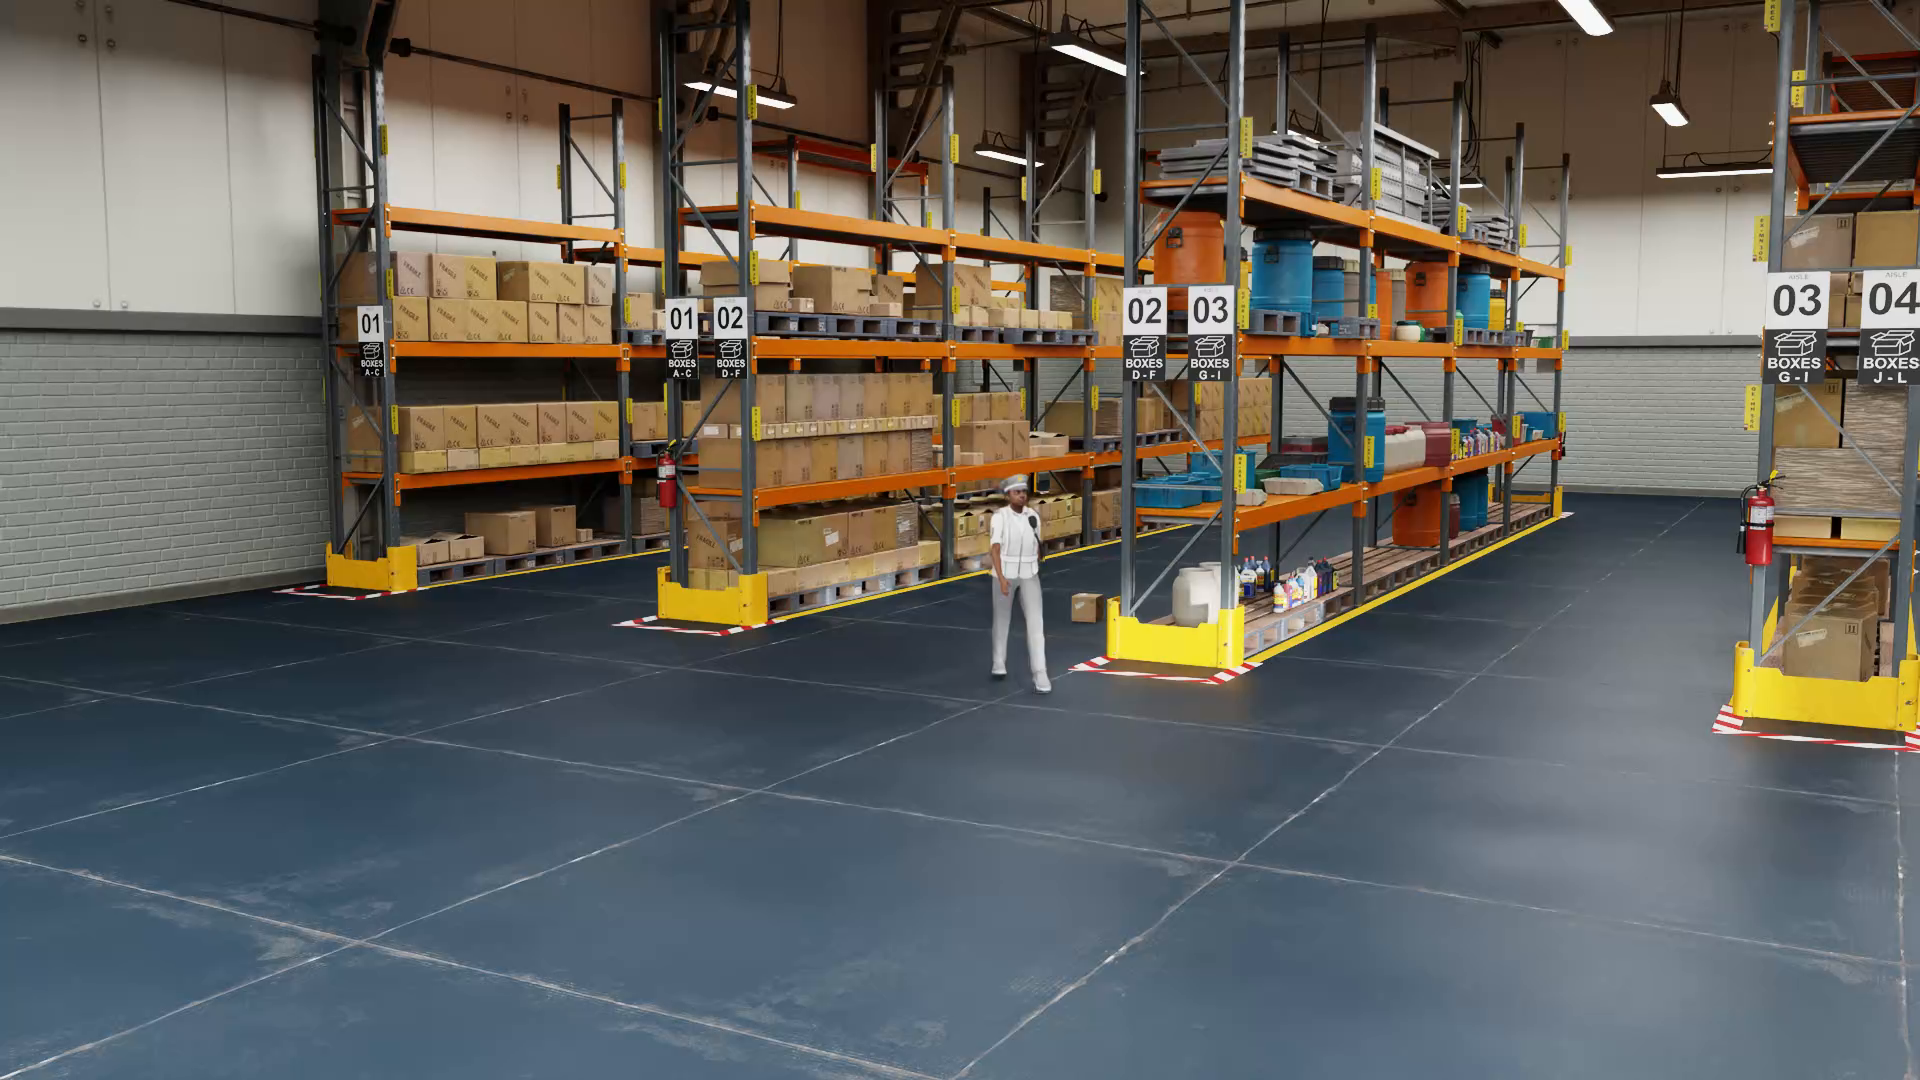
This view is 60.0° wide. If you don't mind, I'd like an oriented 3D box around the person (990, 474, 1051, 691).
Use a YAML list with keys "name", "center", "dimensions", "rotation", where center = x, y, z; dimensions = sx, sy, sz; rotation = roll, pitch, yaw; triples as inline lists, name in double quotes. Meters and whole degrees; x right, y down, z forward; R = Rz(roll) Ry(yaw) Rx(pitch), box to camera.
- name: "person"
  center: [0.459, 0.306, 13.214]
  dimensions: [0.441, 1.656, 0.932]
  rotation: [-1, 6, -11]
